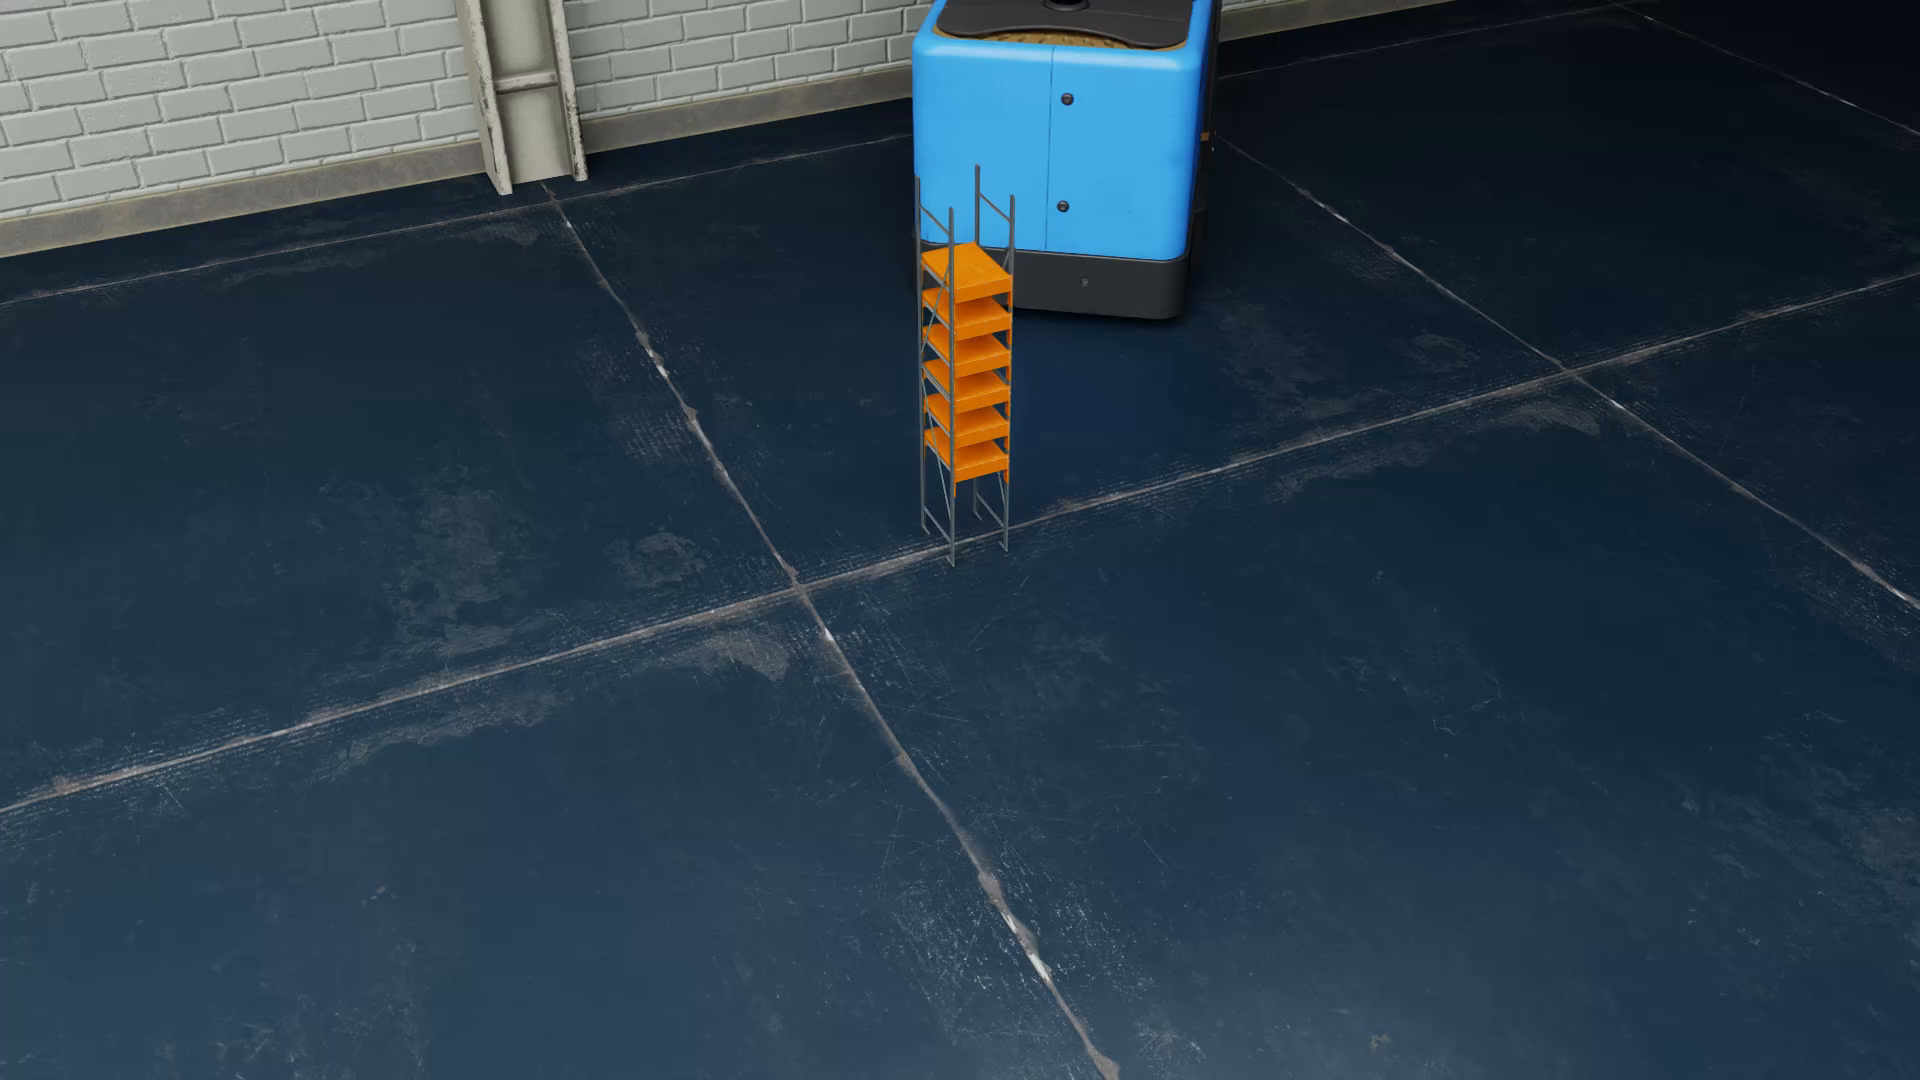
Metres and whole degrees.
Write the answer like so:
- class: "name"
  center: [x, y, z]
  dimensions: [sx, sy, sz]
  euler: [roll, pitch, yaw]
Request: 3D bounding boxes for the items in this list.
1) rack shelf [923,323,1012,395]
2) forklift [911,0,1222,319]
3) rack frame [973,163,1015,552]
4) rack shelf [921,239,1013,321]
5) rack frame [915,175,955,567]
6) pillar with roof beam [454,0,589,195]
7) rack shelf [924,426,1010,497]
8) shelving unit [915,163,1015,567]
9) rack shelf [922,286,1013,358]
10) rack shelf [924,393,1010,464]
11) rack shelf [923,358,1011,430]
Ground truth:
- class: "rack shelf"
  center: [0.013, -0.546, 4.852]
  dimensions: [0.180, 0.103, 0.258]
  euler: [-16, 39, -20]
- class: "forklift"
  center: [0.575, -2.879, 6.671]
  dimensions: [1.130, 2.935, 3.031]
  euler: [6, 37, 8]
- class: "rack frame"
  center: [0.096, -0.509, 4.929]
  dimensions: [0.006, 1.200, 0.240]
  euler: [-16, 39, -20]
- class: "rack shelf"
  center: [0.013, -0.739, 4.710]
  dimensions: [0.180, 0.103, 0.258]
  euler: [-16, 39, -20]
- class: "rack frame"
  center: [-0.070, -0.462, 4.866]
  dimensions: [0.006, 1.200, 0.240]
  euler: [-16, 39, -20]
- class: "pillar with roof beam"
  center: [-0.071, -2.936, 1.654]
  dimensions: [0.400, 9.000, 9.100]
  euler: [-16, 39, -20]
- class: "rack shelf"
  center: [0.013, -0.257, 5.067]
  dimensions: [0.180, 0.103, 0.258]
  euler: [-16, 39, -20]
- class: "shelving unit"
  center: [0.013, -0.486, 4.898]
  dimensions: [0.189, 1.200, 0.258]
  euler: [-16, 39, -20]
- class: "rack shelf"
  center: [0.013, -0.643, 4.781]
  dimensions: [0.180, 0.103, 0.258]
  euler: [-16, 39, -20]
- class: "rack shelf"
  center: [0.013, -0.354, 4.995]
  dimensions: [0.180, 0.103, 0.258]
  euler: [-16, 39, -20]
- class: "rack shelf"
  center: [0.013, -0.450, 4.924]
  dimensions: [0.180, 0.103, 0.258]
  euler: [-16, 39, -20]
